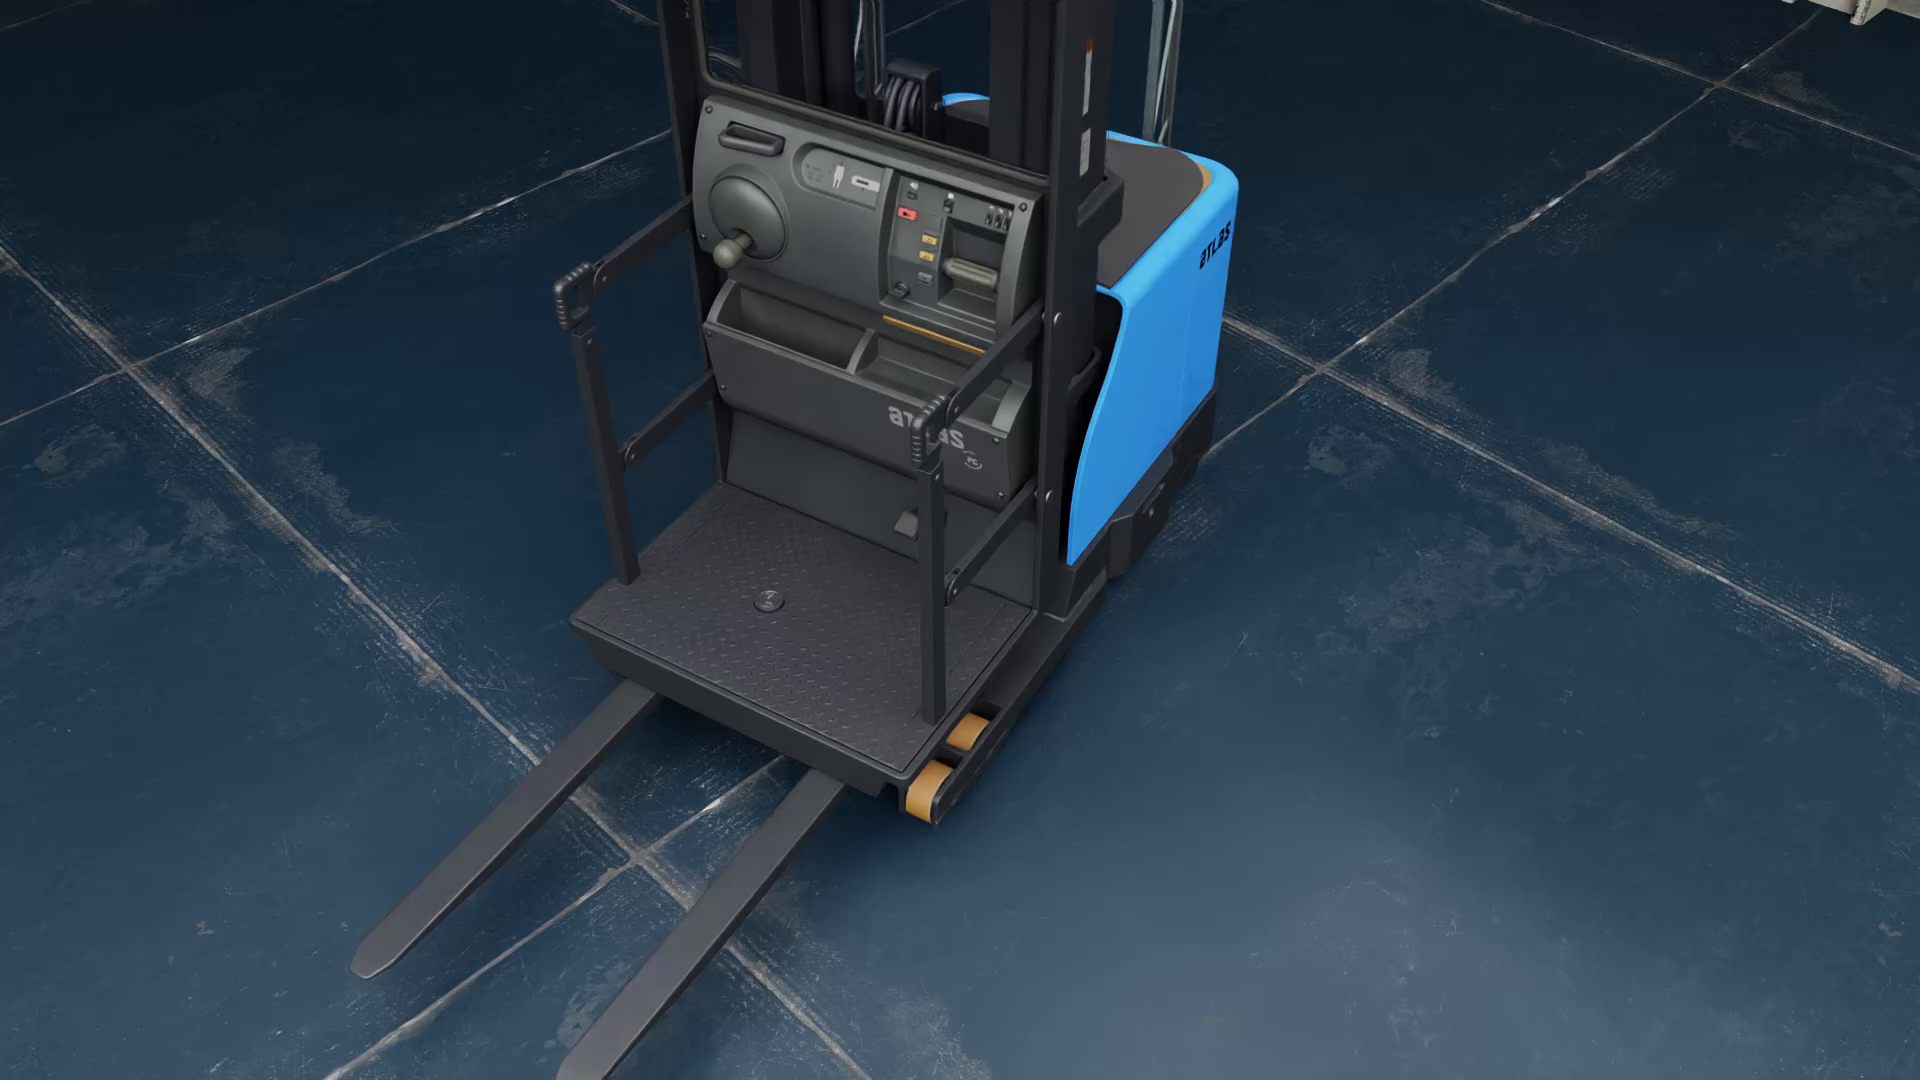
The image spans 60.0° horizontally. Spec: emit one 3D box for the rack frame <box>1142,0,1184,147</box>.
[{"bbox_3d":[0.650,-1.281,5.531,0.032,1.500,0.500,10,44,11],"label":"rack frame"}]

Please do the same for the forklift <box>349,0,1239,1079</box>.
[{"bbox_3d":[-0.355,-0.687,3.834,1.130,2.935,3.031,22,47,22],"label":"forklift"}]

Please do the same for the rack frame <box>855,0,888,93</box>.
[{"bbox_3d":[-0.332,-1.458,5.723,0.032,1.500,0.500,10,44,11],"label":"rack frame"}]

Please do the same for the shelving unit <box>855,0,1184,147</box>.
[{"bbox_3d":[0.168,-1.368,5.625,1.083,1.500,0.587,10,44,11],"label":"shelving unit"}]
